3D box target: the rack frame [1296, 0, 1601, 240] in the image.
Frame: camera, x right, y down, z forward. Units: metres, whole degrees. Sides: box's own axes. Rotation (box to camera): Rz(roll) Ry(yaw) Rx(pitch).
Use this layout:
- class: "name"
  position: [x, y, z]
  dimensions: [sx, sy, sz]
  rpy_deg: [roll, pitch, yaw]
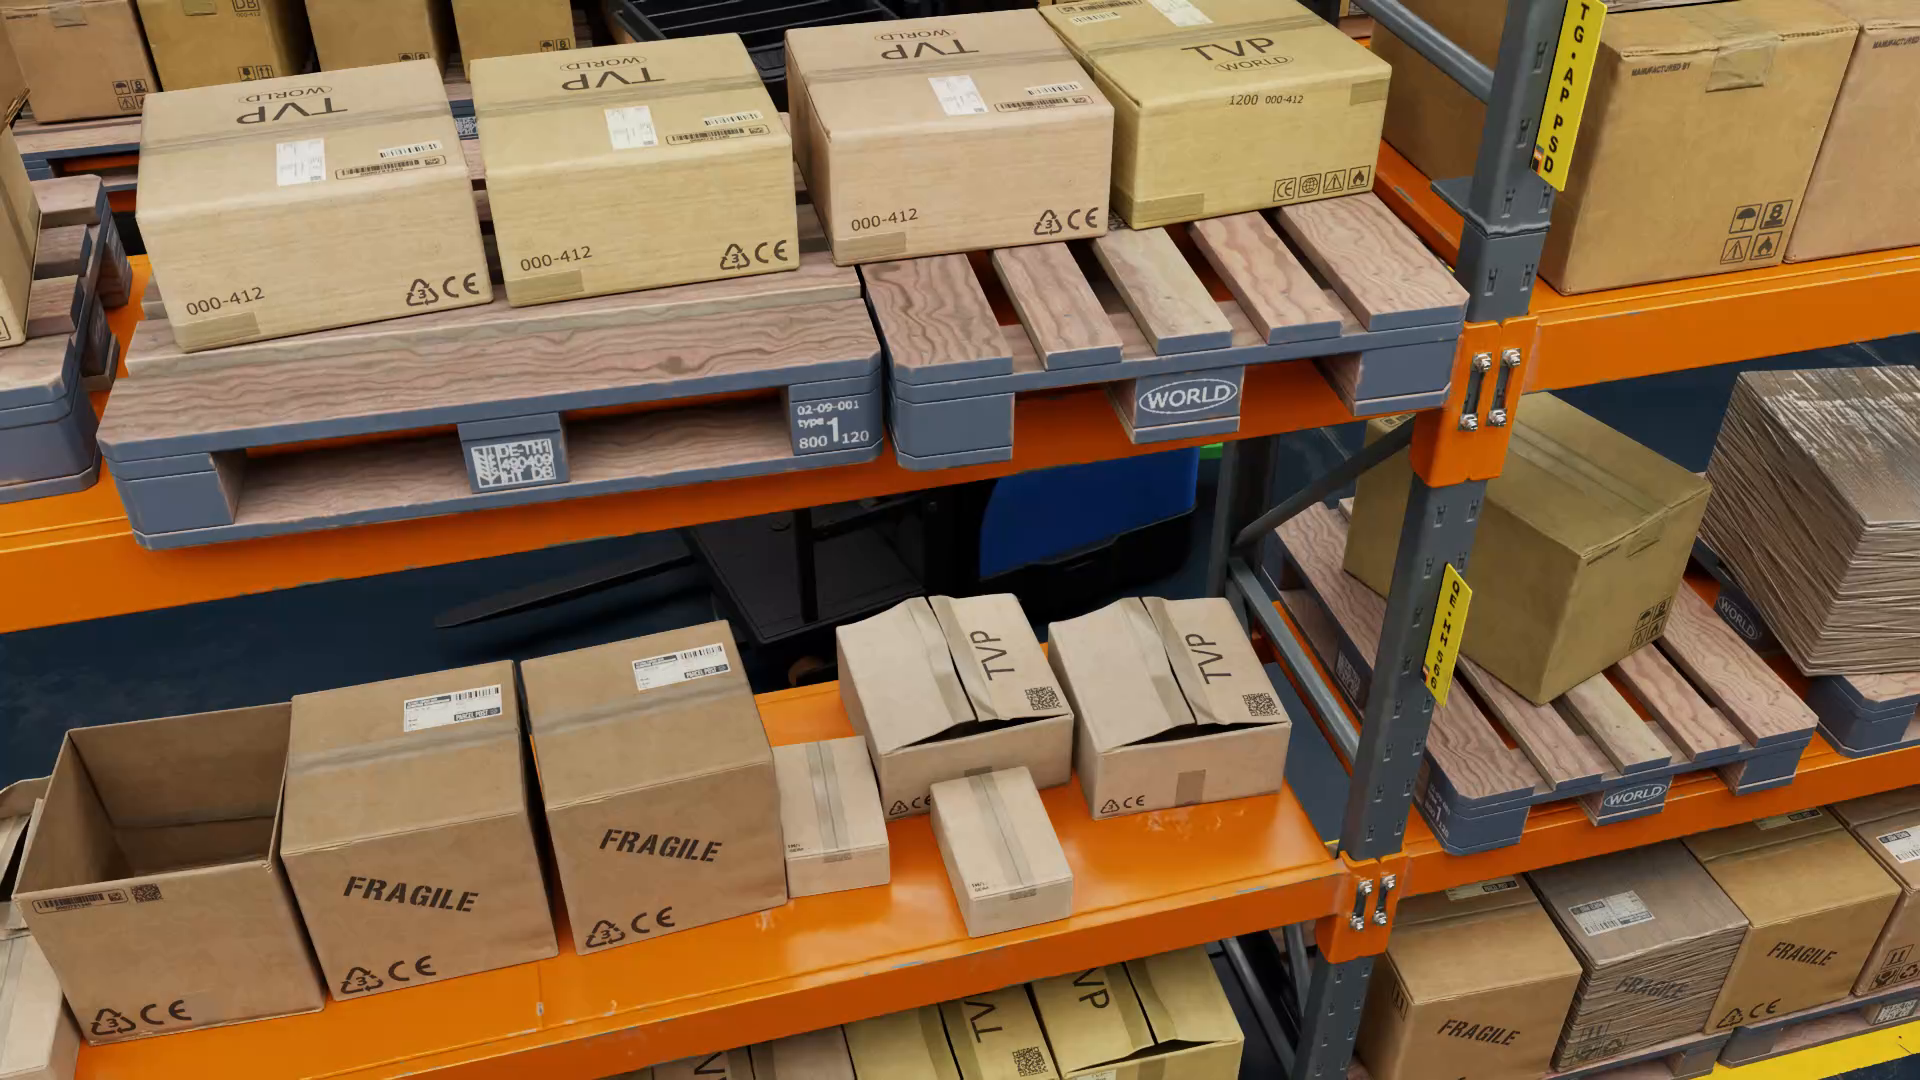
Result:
- class: "rack frame"
  position: [0.891, -2.041, 2.512]
  dimensions: [0.127, 3.000, 1.000]
  rpy_deg: [-9, 38, -12]

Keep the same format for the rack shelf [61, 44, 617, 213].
- class: "rack shelf"
  position: [-2.335, -1.961, 7.937]
  dimensions: [4.000, 0.370, 1.077]
  rpy_deg: [-9, 38, -12]

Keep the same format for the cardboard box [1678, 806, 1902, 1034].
- class: "cardboard box"
  position: [2.395, 1.093, 5.048]
  dimensions: [0.500, 0.500, 0.500]
  rpy_deg: [-10, 38, -13]

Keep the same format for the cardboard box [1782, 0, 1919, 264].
- class: "cardboard box"
  position: [1.796, -1.059, 3.615]
  dimensions: [0.500, 0.500, 0.910]
  rpy_deg: [-9, 38, -12]

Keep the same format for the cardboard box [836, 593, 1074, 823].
- class: "cardboard box"
  position: [-0.023, 0.405, 4.325]
  dimensions: [0.500, 0.311, 0.500]
  rpy_deg: [-10, 38, -12]

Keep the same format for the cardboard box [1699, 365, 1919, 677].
- class: "cardboard box"
  position: [2.403, -0.064, 4.436]
  dimensions: [0.500, 0.500, 0.700]
  rpy_deg: [-3, 37, -3]

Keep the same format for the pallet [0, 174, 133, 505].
- class: "pallet"
  position: [-2.122, -0.287, 2.846]
  dimensions: [1.217, 0.209, 0.805]
  rpy_deg: [-11, 39, -14]

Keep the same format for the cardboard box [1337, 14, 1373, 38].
- class: "cardboard box"
  position: [1.967, -2.710, 8.514]
  dimensions: [0.250, 0.149, 0.380]
  rpy_deg: [-10, 39, -13]

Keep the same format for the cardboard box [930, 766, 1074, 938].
- class: "cardboard box"
  position: [0.095, 0.746, 4.013]
  dimensions: [0.250, 0.149, 0.380]
  rpy_deg: [-9, 38, -12]

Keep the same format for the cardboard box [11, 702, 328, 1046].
- class: "cardboard box"
  position: [-1.716, 0.740, 3.731]
  dimensions: [0.500, 0.500, 0.500]
  rpy_deg: [-7, 38, -9]

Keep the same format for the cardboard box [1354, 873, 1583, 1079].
- class: "cardboard box"
  position: [1.405, 1.255, 4.835]
  dimensions: [0.500, 0.500, 0.500]
  rpy_deg: [-8, 38, -10]

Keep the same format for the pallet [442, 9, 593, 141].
- class: "pallet"
  position: [-2.304, -2.150, 7.749]
  dimensions: [1.213, 0.211, 1.003]
  rpy_deg: [-9, 38, -12]

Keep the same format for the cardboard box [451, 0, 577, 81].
- class: "cardboard box"
  position: [-2.052, -2.487, 7.588]
  dimensions: [0.500, 0.500, 0.700]
  rpy_deg: [-9, 38, -12]

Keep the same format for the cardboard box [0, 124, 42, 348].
- class: "cardboard box"
  position: [-1.844, -0.504, 2.749]
  dimensions: [0.500, 0.250, 0.500]
  rpy_deg: [-13, 39, -16]

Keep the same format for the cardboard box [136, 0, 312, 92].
- class: "cardboard box"
  position: [-3.224, -2.289, 7.329]
  dimensions: [0.500, 0.500, 0.700]
  rpy_deg: [-6, 38, -7]

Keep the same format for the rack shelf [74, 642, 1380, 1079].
- class: "rack shelf"
  position: [-1.040, 0.944, 4.139]
  dimensions: [4.000, 0.370, 1.077]
  rpy_deg: [-9, 38, -12]

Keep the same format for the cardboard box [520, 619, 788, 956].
- class: "cardboard box"
  position: [-0.724, 0.577, 3.944]
  dimensions: [0.500, 0.500, 0.500]
  rpy_deg: [-11, 39, -14]

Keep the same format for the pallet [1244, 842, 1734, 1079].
- class: "pallet"
  position: [1.622, 1.353, 5.307]
  dimensions: [1.213, 0.211, 1.003]
  rpy_deg: [-9, 38, -12]

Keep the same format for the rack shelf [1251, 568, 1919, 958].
- class: "rack shelf"
  position: [2.822, 0.311, 4.967]
  dimensions: [4.000, 0.370, 1.077]
  rpy_deg: [-9, 38, -12]

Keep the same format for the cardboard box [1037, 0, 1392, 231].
- class: "cardboard box"
  position: [0.468, -0.852, 3.204]
  dimensions: [0.500, 0.250, 0.500]
  rpy_deg: [-12, 39, -15]

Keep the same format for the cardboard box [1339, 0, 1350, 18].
- class: "cardboard box"
  position: [1.620, -2.899, 8.227]
  dimensions: [0.500, 0.500, 0.500]
  rpy_deg: [-8, 38, -11]

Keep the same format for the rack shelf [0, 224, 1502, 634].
- class: "rack shelf"
  position: [-1.040, -0.247, 3.228]
  dimensions: [4.000, 0.370, 1.077]
  rpy_deg: [-9, 38, -12]

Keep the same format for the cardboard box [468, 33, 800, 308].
- class: "cardboard box"
  position: [-0.589, -0.674, 2.972]
  dimensions: [0.500, 0.250, 0.500]
  rpy_deg: [-10, 39, -13]

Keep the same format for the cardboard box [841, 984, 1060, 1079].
- class: "cardboard box"
  position: [-0.050, 1.358, 4.462]
  dimensions: [0.500, 0.311, 0.500]
  rpy_deg: [-10, 39, -13]

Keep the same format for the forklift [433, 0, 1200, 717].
- class: "forklift"
  position: [-0.556, -0.919, 6.038]
  dimensions: [3.031, 2.935, 1.130]
  rpy_deg: [-17, 41, -21]

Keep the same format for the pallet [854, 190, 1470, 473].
- class: "pallet"
  position: [0.259, -0.615, 3.271]
  dimensions: [1.003, 0.211, 1.213]
  rpy_deg: [-8, 38, -10]

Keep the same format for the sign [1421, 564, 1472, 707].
- class: "sign"
  position: [1.039, 0.207, 3.558]
  dimensions: [0.005, 0.325, 0.100]
  rpy_deg: [-9, 38, -12]

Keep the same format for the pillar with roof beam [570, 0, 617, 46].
- class: "pillar with roof beam"
  position: [-0.762, -2.722, 3.403]
  dimensions: [0.400, 9.000, 9.100]
  rpy_deg: [-9, 38, -12]

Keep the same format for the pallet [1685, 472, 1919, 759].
- class: "pallet"
  position: [2.768, 0.107, 4.799]
  dimensions: [1.213, 0.211, 1.003]
  rpy_deg: [-9, 38, -12]

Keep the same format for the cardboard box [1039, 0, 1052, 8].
- class: "cardboard box"
  position: [0.132, -2.656, 7.910]
  dimensions: [0.500, 0.500, 0.500]
  rpy_deg: [-8, 38, -11]

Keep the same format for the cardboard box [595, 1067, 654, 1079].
- class: "cardboard box"
  position: [-1.023, 1.514, 4.258]
  dimensions: [0.500, 0.311, 0.500]
  rpy_deg: [-8, 38, -11]

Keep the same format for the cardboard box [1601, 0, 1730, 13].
- class: "cardboard box"
  position: [1.314, -1.352, 3.175]
  dimensions: [0.500, 0.500, 0.500]
  rpy_deg: [-9, 38, -12]

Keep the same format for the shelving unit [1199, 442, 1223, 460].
- class: "shelving unit"
  position: [1.100, -0.668, 7.135]
  dimensions: [0.503, 1.200, 0.258]
  rpy_deg: [-5, 38, -7]
